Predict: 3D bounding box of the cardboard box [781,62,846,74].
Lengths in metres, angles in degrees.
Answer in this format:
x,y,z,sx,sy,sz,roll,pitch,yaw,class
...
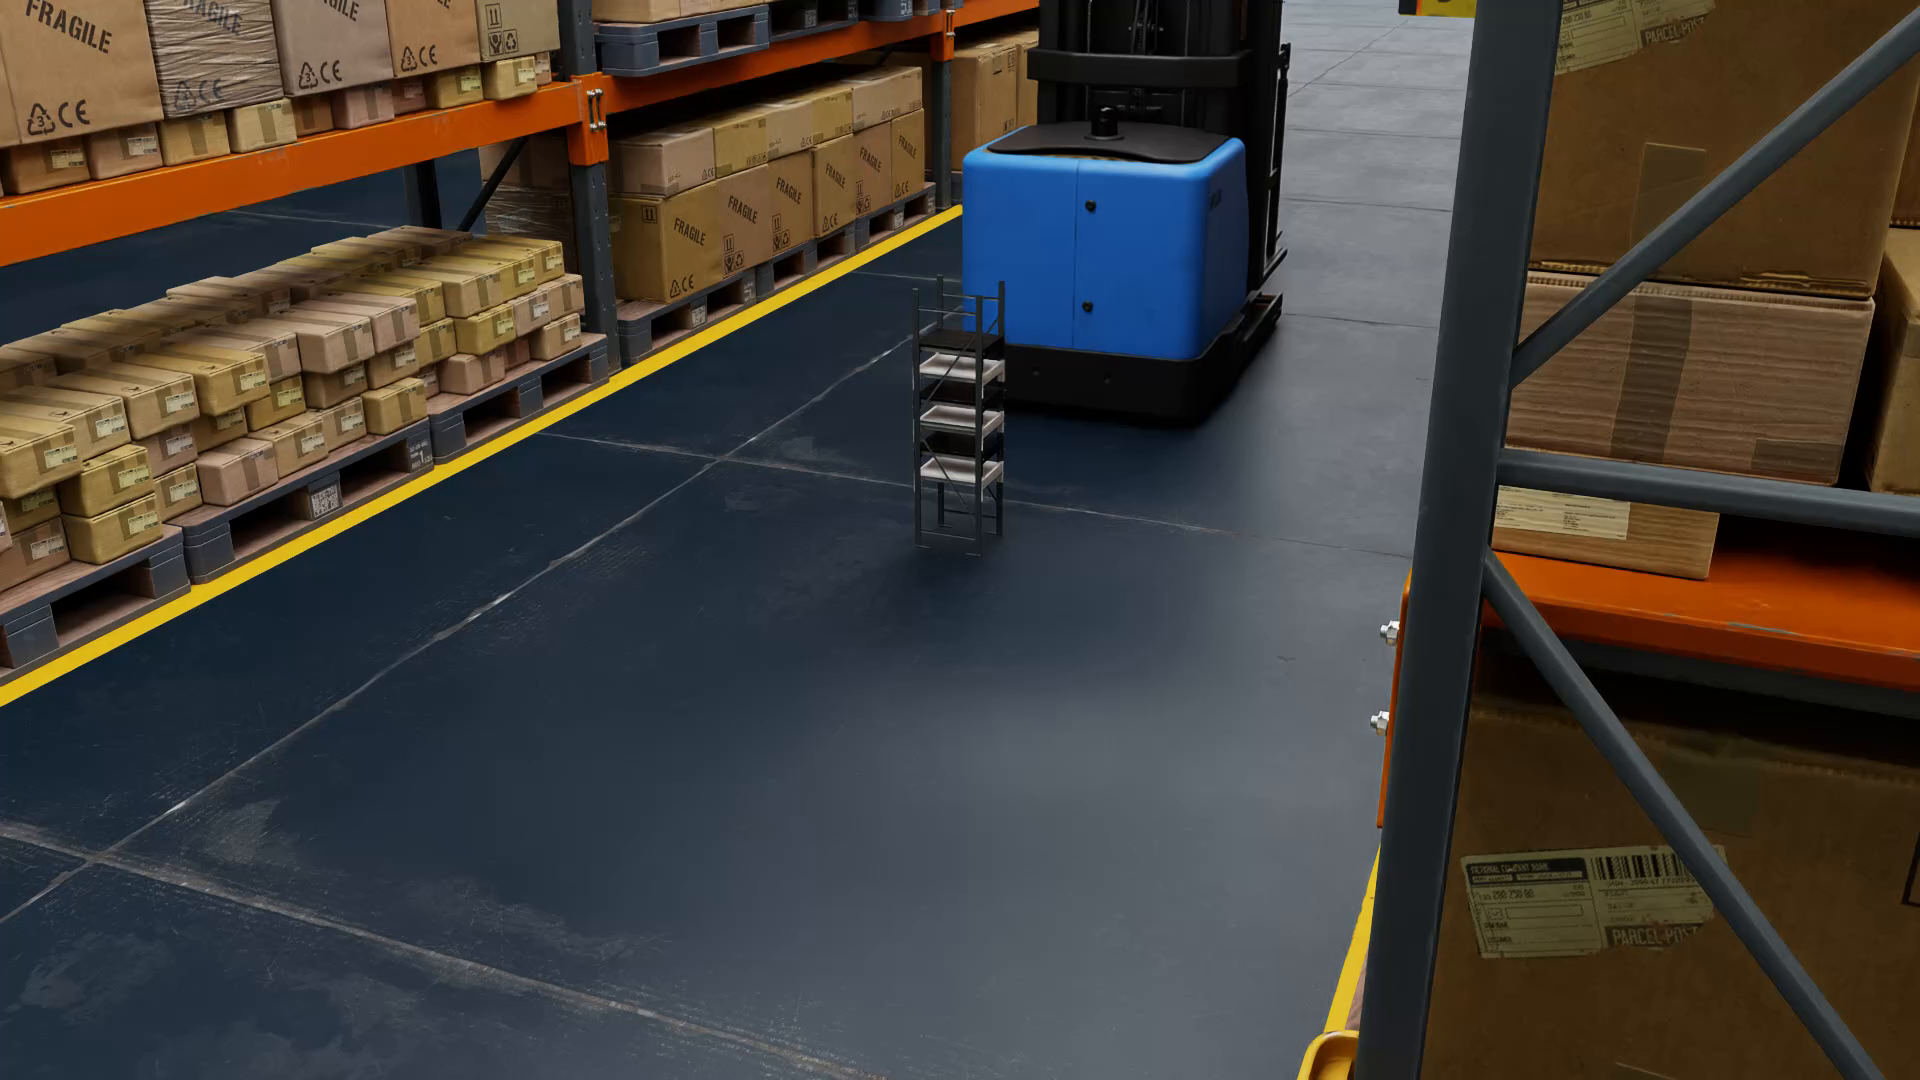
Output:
x,y,z,sx,sy,sz,roll,pitch,yaw,class
-1.025,-2.808,10.306,0.500,0.250,0.500,8,24,18,cardboard box

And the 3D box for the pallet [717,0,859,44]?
x,y,z,sx,sy,sz,roll,pitch,yaw,class
-1.241,-2.831,8.884,1.003,0.211,1.213,9,24,20,pallet

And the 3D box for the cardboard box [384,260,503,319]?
x,y,z,sx,sy,sz,roll,pitch,yaw,class
-2.064,-1.003,6.642,0.380,0.149,0.250,9,24,20,cardboard box

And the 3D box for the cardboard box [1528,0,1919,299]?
x,y,z,sx,sy,sz,roll,pitch,yaw,class
0.989,-0.651,2.251,0.500,0.500,0.500,9,24,21,cardboard box

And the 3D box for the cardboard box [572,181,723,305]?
x,y,z,sx,sy,sz,roll,pitch,yaw,class
-1.509,-1.469,8.073,0.500,0.500,0.500,10,25,22,cardboard box

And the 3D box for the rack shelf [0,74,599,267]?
x,y,z,sx,sy,sz,roll,pitch,yaw,class
-2.772,-1.154,5.556,1.077,0.370,4.000,9,24,20,rack shelf

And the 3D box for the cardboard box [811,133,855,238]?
x,y,z,sx,sy,sz,roll,pitch,yaw,class
-0.923,-2.024,9.402,0.500,0.500,0.500,8,24,18,cardboard box

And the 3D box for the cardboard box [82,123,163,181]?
x,y,z,sx,sy,sz,roll,pitch,yaw,class
-2.674,-1.200,5.056,0.380,0.149,0.250,8,24,19,cardboard box

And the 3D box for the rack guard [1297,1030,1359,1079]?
x,y,z,sx,sy,sz,roll,pitch,yaw,class
1.043,1.138,2.378,1.175,0.500,0.348,9,24,20,rack guard

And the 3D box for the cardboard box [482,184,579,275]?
x,y,z,sx,sy,sz,roll,pitch,yaw,class
-1.988,-1.543,8.252,0.500,0.500,0.500,8,24,19,cardboard box

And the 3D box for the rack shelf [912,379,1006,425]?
x,y,z,sx,sy,sz,roll,pitch,yaw,class
-0.003,-0.465,5.548,0.258,0.077,0.200,9,24,20,rack shelf

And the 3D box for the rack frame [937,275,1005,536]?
x,y,z,sx,sy,sz,roll,pitch,yaw,class
0.035,-0.449,5.657,0.240,0.900,0.006,9,24,20,rack frame

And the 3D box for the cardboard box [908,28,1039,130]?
x,y,z,sx,sy,sz,roll,pitch,yaw,class
0.088,-3.308,12.151,1.050,0.750,0.750,9,24,21,cardboard box

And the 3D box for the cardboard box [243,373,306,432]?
x,y,z,sx,sy,sz,roll,pitch,yaw,class
-2.541,-0.510,5.848,0.380,0.149,0.250,10,25,23,cardboard box

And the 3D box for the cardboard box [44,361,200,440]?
x,y,z,sx,sy,sz,roll,pitch,yaw,class
-2.675,-0.449,5.314,0.380,0.149,0.250,10,25,22,cardboard box

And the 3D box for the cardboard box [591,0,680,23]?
x,y,z,sx,sy,sz,roll,pitch,yaw,class
-1.456,-2.355,7.278,0.380,0.149,0.250,8,24,18,cardboard box

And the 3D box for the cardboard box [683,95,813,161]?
x,y,z,sx,sy,sz,roll,pitch,yaw,class
-1.121,-2.188,8.822,0.500,0.250,0.500,10,25,22,cardboard box

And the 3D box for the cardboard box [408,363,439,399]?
x,y,z,sx,sy,sz,roll,pitch,yaw,class
-2.282,-0.630,6.520,0.380,0.149,0.250,8,24,19,cardboard box

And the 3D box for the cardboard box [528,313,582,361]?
x,y,z,sx,sy,sz,roll,pitch,yaw,class
-1.859,-0.891,7.146,0.380,0.149,0.250,9,24,21,cardboard box

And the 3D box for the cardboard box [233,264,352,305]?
x,y,z,sx,sy,sz,roll,pitch,yaw,class
-2.631,-0.977,6.580,0.380,0.149,0.250,8,24,19,cardboard box

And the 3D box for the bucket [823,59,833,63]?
x,y,z,sx,sy,sz,roll,pitch,yaw,class
-1.148,-4.635,15.229,0.726,0.611,0.620,19,39,38,bucket

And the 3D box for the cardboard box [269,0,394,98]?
x,y,z,sx,sy,sz,roll,pitch,yaw,class
-2.327,-1.809,5.672,0.500,0.500,0.500,9,24,20,cardboard box

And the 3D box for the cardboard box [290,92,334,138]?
x,y,z,sx,sy,sz,roll,pitch,yaw,class
-2.403,-1.482,5.732,0.380,0.149,0.250,8,24,19,cardboard box

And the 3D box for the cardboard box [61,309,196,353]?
x,y,z,sx,sy,sz,roll,pitch,yaw,class
-2.954,-0.706,5.930,0.380,0.149,0.250,9,24,20,cardboard box

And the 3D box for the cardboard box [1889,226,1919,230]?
x,y,z,sx,sy,sz,roll,pitch,yaw,class
1.668,-0.413,2.655,0.500,0.250,0.500,8,24,19,cardboard box

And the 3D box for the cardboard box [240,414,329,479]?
x,y,z,sx,sy,sz,roll,pitch,yaw,class
-2.461,-0.346,5.841,0.380,0.149,0.250,9,24,20,cardboard box

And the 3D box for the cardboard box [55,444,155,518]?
x,y,z,sx,sy,sz,roll,pitch,yaw,class
-2.723,-0.203,5.113,0.380,0.149,0.250,10,25,22,cardboard box

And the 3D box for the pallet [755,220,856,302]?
x,y,z,sx,sy,sz,roll,pitch,yaw,class
-1.290,-1.632,9.384,1.003,0.211,1.213,9,24,20,pallet

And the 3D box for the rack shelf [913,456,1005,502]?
x,y,z,sx,sy,sz,roll,pitch,yaw,class
-0.003,-0.215,5.652,0.258,0.077,0.200,9,24,20,rack shelf

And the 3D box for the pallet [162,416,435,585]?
x,y,z,sx,sy,sz,roll,pitch,yaw,class
-2.698,-0.232,6.031,1.003,0.211,1.213,9,24,20,pallet

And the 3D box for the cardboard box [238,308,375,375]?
x,y,z,sx,sy,sz,roll,pitch,yaw,class
-2.336,-0.713,5.948,0.380,0.149,0.250,8,24,18,cardboard box

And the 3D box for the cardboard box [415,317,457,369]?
x,y,z,sx,sy,sz,roll,pitch,yaw,class
-2.208,-0.787,6.510,0.380,0.149,0.250,9,24,21,cardboard box

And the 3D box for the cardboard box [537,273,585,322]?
x,y,z,sx,sy,sz,roll,pitch,yaw,class
-1.851,-1.059,7.163,0.380,0.149,0.250,9,24,21,cardboard box

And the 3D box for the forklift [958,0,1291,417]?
x,y,z,sx,sy,sz,roll,pitch,yaw,class
0.972,-2.390,7.669,1.130,2.935,3.031,8,24,18,forklift

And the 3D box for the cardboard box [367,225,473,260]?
x,y,z,sx,sy,sz,roll,pitch,yaw,class
-2.350,-1.261,7.260,0.380,0.149,0.250,10,25,22,cardboard box

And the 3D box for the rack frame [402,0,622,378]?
x,y,z,sx,sy,sz,roll,pitch,yaw,class
-2.029,-2.202,7.130,1.000,3.000,0.127,9,24,20,rack frame

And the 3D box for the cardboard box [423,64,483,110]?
x,y,z,sx,sy,sz,roll,pitch,yaw,class
-2.067,-1.756,6.387,0.380,0.149,0.250,10,25,22,cardboard box

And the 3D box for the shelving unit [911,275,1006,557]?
x,y,z,sx,sy,sz,roll,pitch,yaw,class
-0.003,-0.412,5.570,0.258,0.900,0.210,9,24,20,shelving unit

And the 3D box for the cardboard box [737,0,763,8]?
x,y,z,sx,sy,sz,roll,pitch,yaw,class
-1.168,-2.634,7.945,0.380,0.149,0.250,9,24,21,cardboard box

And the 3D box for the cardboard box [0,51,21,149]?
x,y,z,sx,sy,sz,roll,pitch,yaw,class
-2.917,-1.270,4.384,0.500,0.500,0.500,9,24,20,cardboard box

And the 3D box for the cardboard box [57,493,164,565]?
x,y,z,sx,sy,sz,roll,pitch,yaw,class
-2.720,-0.062,5.160,0.380,0.149,0.250,9,24,21,cardboard box

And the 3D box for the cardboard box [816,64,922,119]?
x,y,z,sx,sy,sz,roll,pitch,yaw,class
-0.554,-2.738,10.138,0.500,0.250,0.500,8,24,19,cardboard box

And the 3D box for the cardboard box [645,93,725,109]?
x,y,z,sx,sy,sz,roll,pitch,yaw,class
-1.601,-2.264,9.005,0.500,0.250,0.500,8,24,18,cardboard box
